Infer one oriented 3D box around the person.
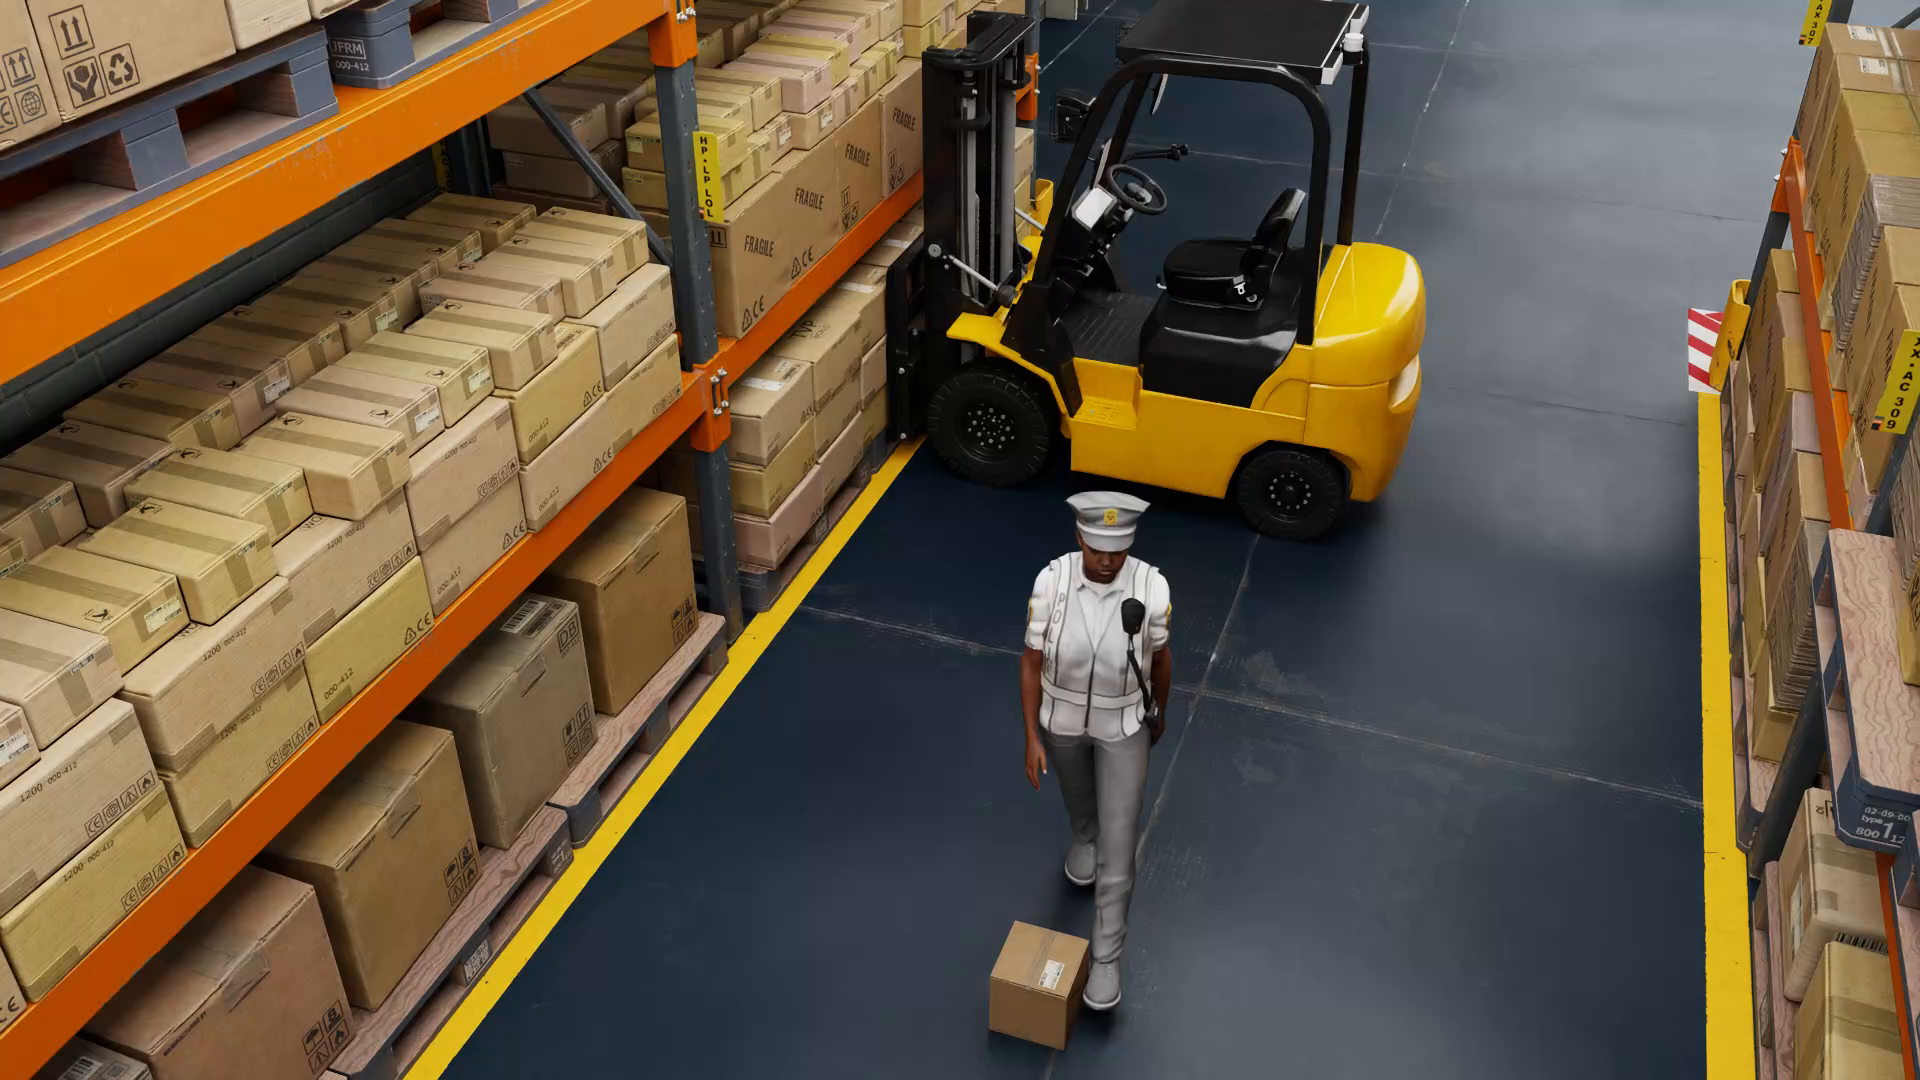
[{"bbox_3d":[0.396,0.605,5.192,0.453,1.649,0.887,8,34,12],"label":"person"}]
